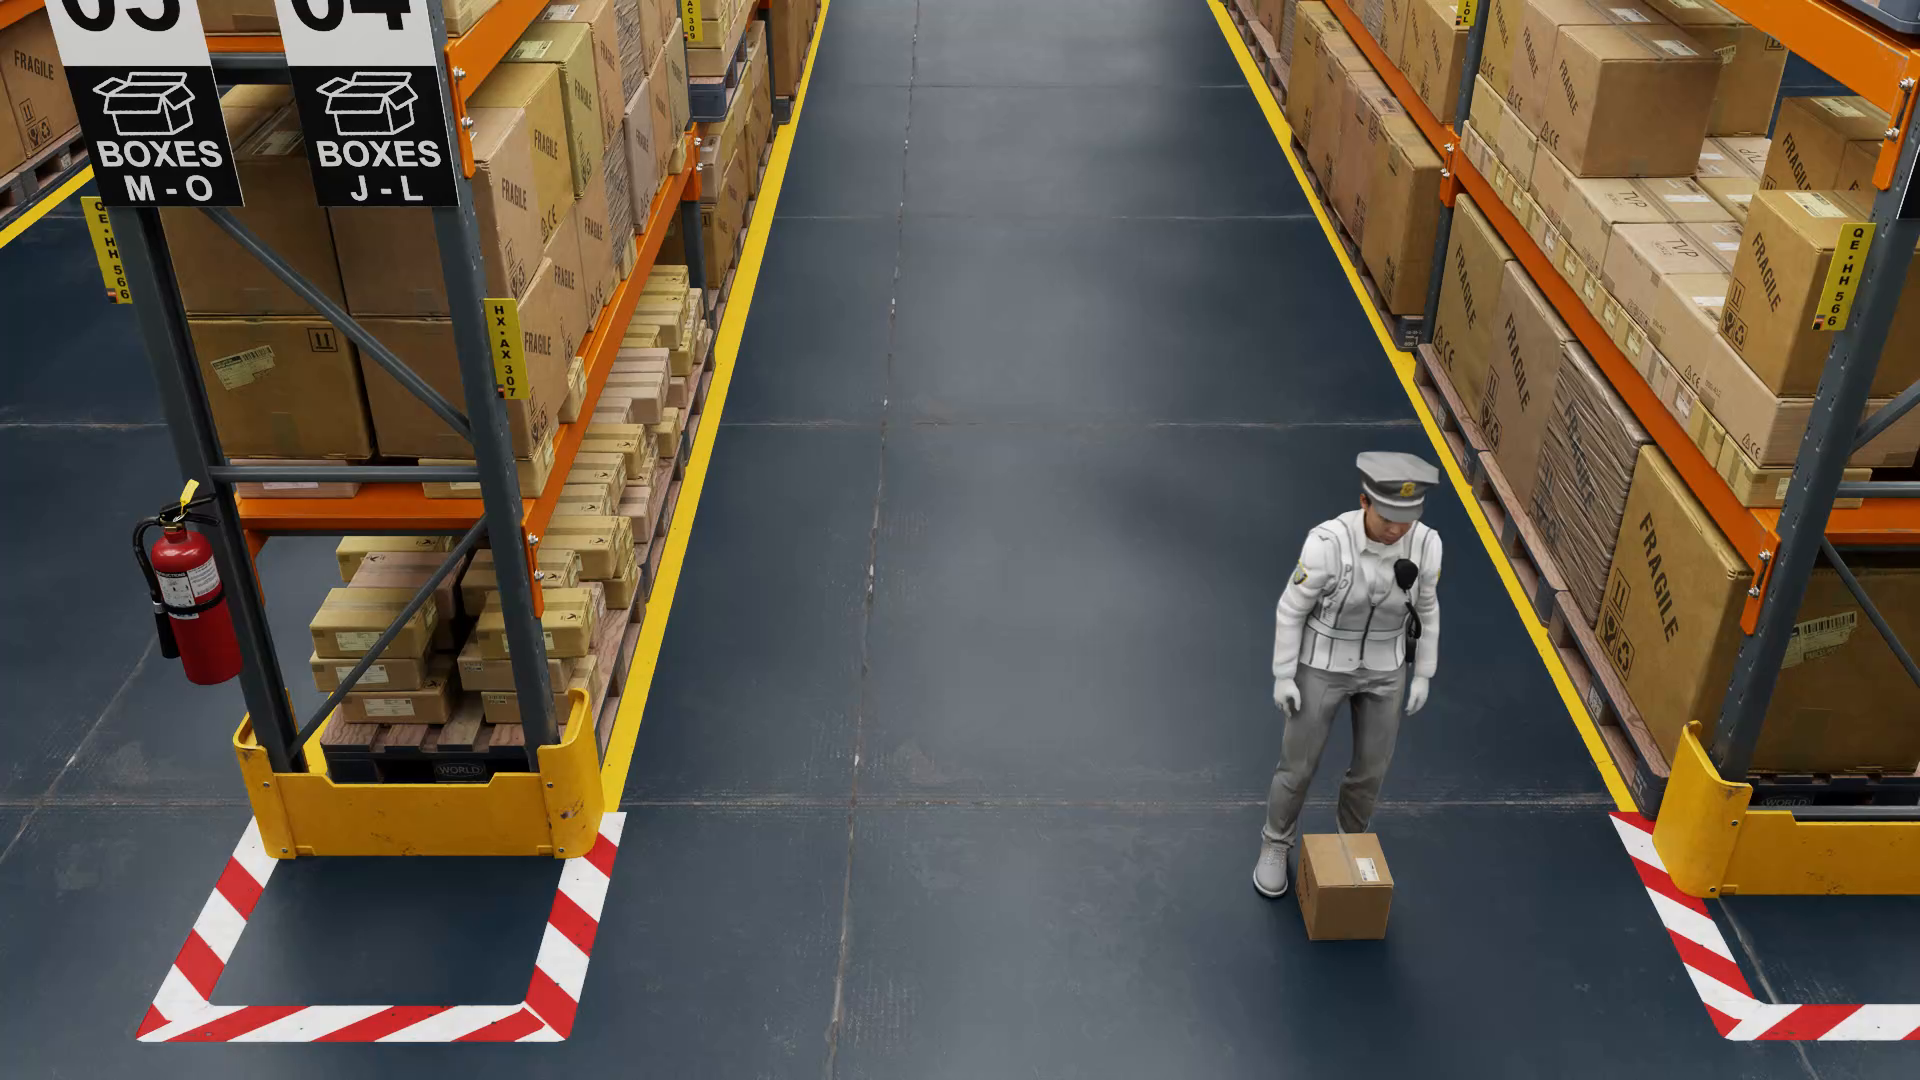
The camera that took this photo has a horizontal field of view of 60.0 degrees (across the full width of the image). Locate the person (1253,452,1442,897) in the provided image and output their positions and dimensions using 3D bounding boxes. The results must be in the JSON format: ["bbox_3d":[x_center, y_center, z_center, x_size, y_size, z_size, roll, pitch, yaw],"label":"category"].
[{"bbox_3d":[1.280,0.441,5.419,0.535,1.663,0.379,-1,32,-1],"label":"person"}]
